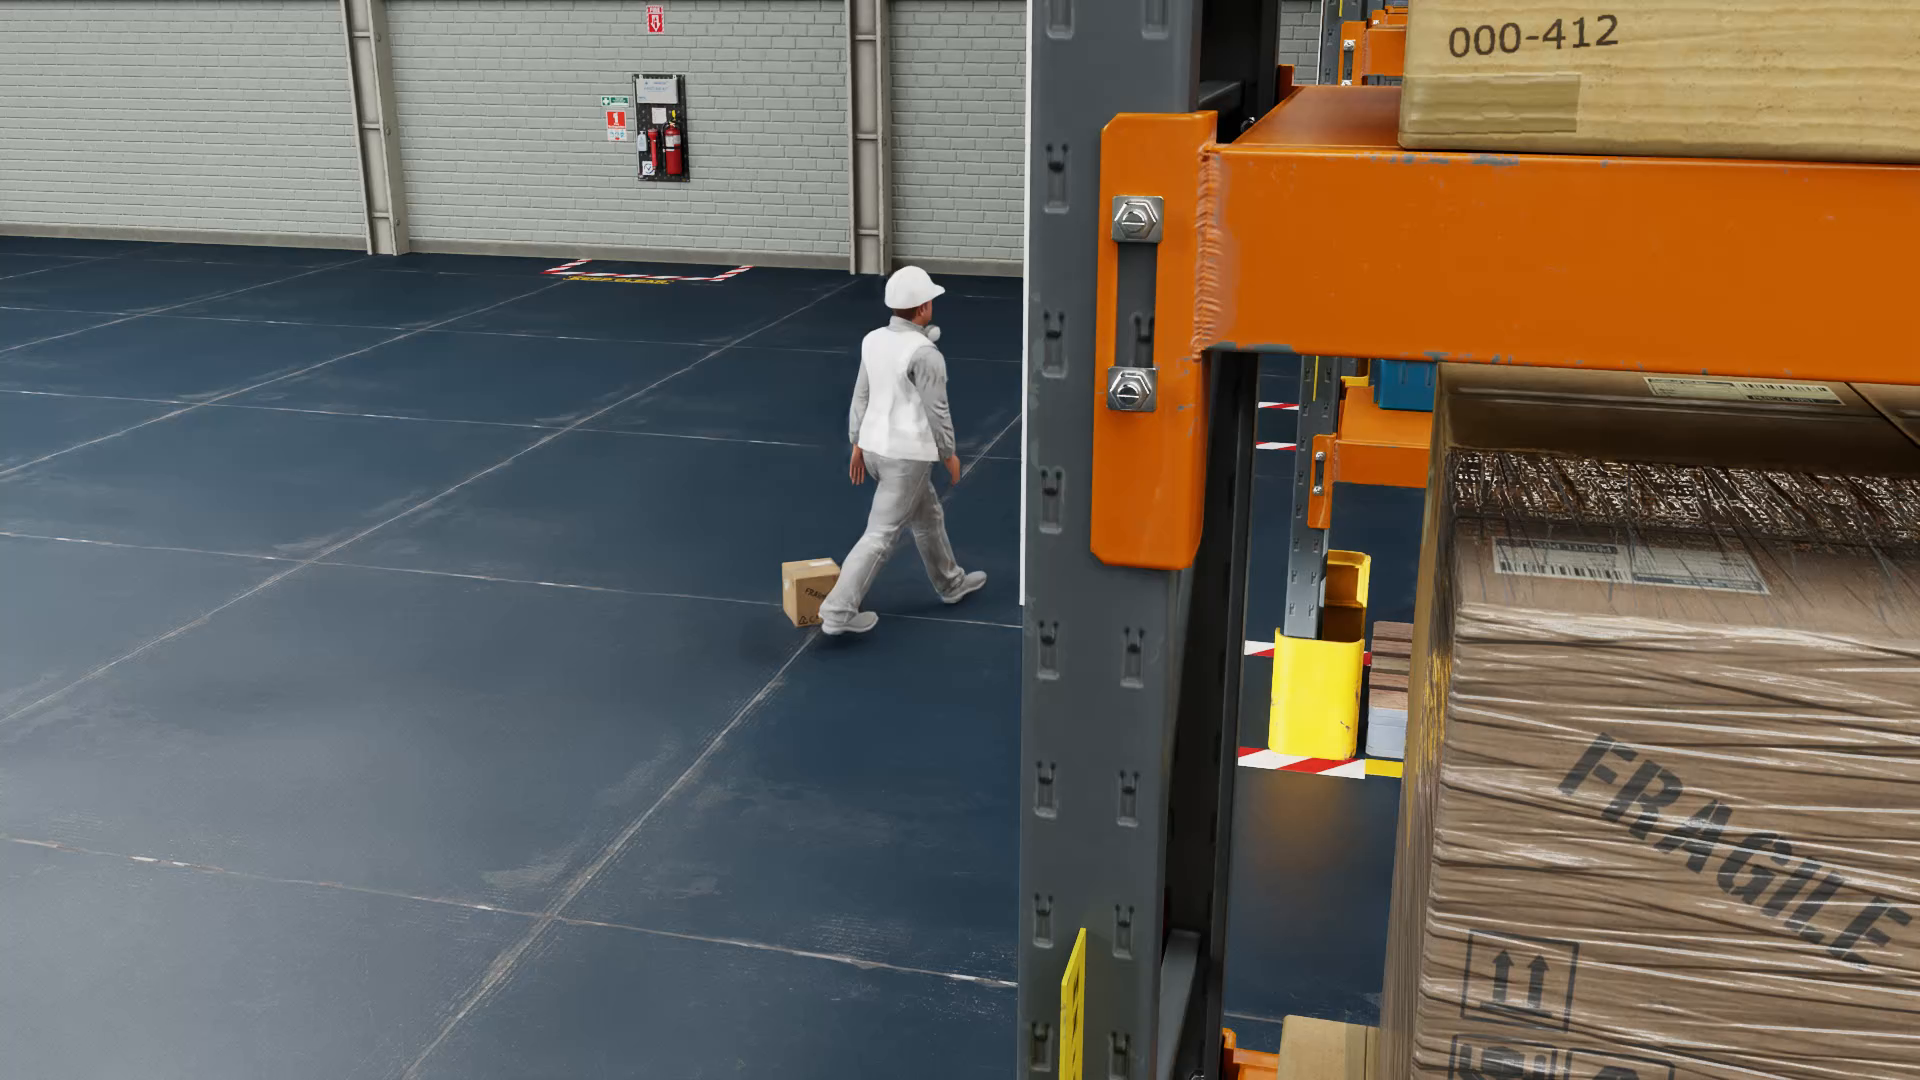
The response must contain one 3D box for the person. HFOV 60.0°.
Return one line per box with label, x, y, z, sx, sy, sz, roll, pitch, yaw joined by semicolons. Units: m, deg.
person;-0.233;-0.432;7.854;1.067;1.717;0.536;-12;22;-32
